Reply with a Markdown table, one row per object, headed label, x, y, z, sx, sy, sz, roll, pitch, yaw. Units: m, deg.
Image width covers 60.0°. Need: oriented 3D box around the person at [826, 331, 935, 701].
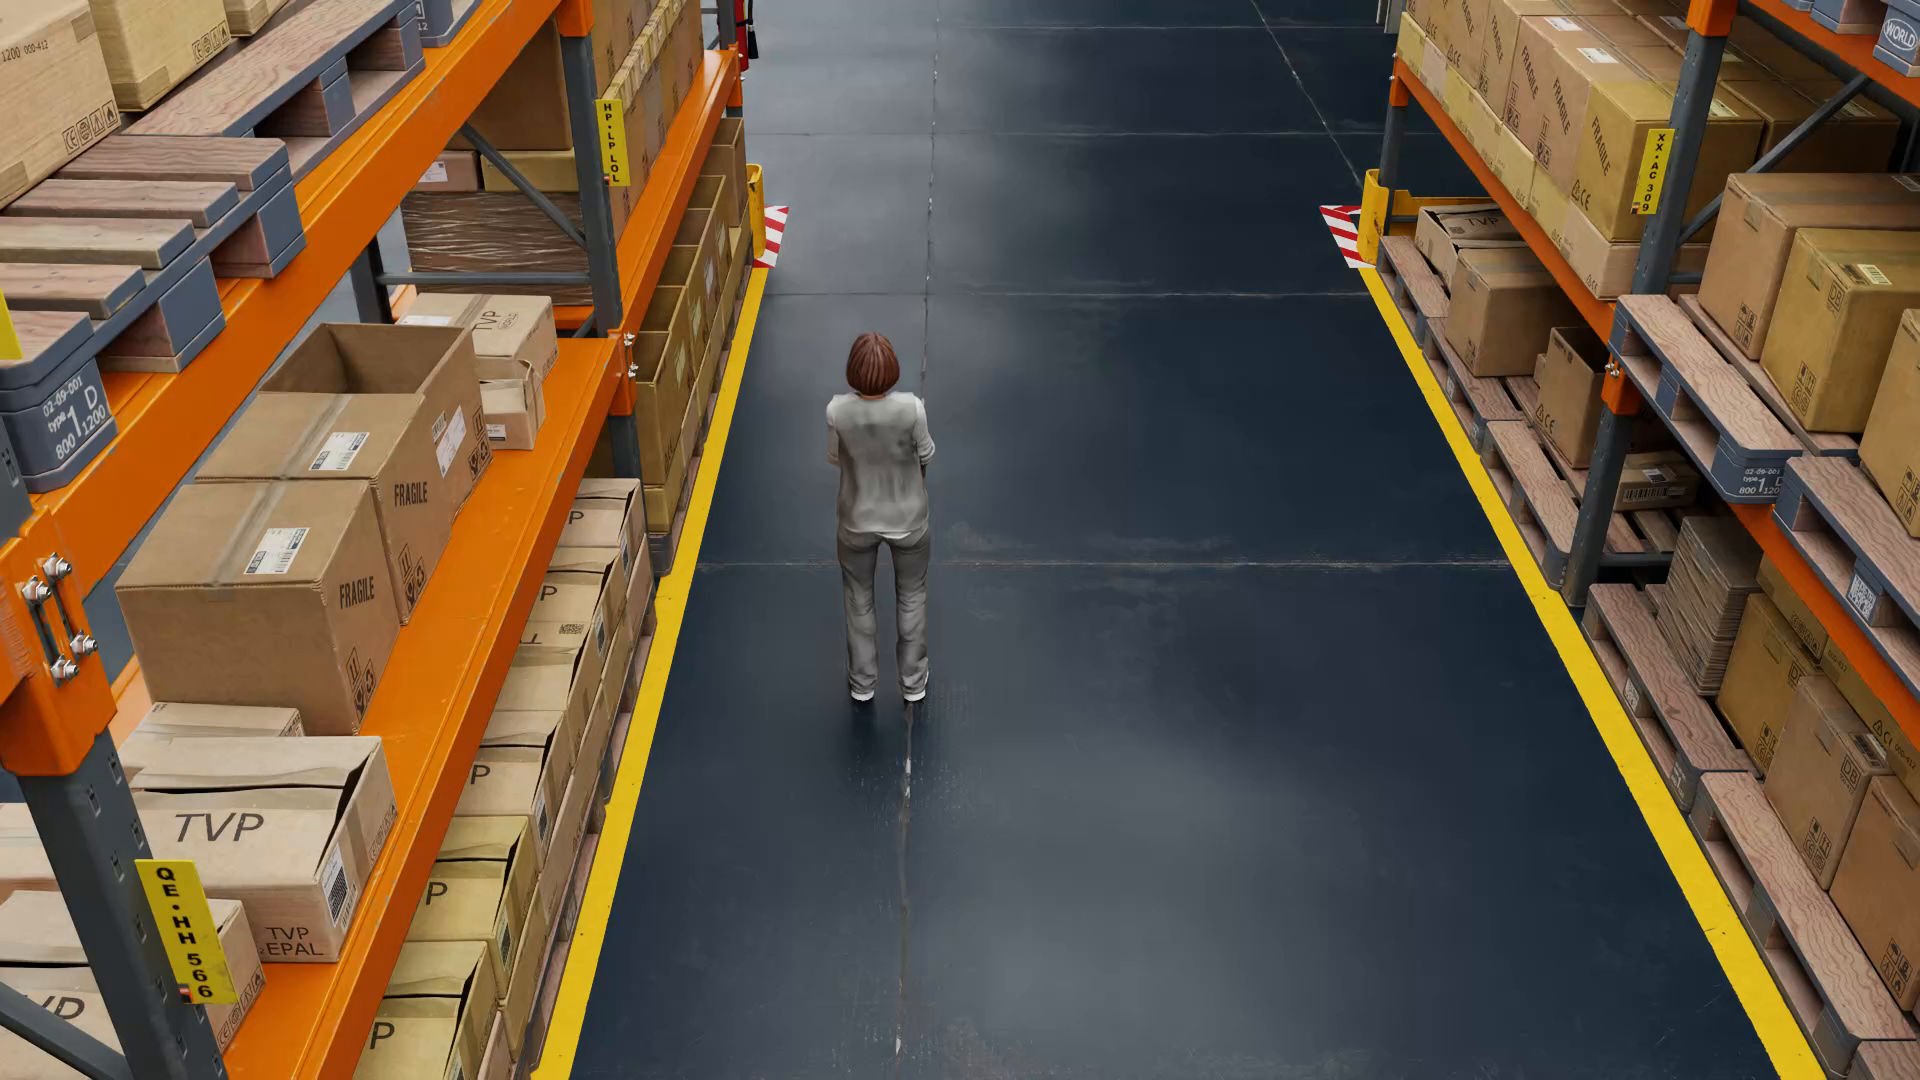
| label | x | y | z | sx | sy | sz | roll | pitch | yaw |
| --- | --- | --- | --- | --- | --- | --- | --- | --- | --- |
| person | -0.297 | -0.112 | 6.343 | 0.407 | 1.574 | 0.491 | 0 | 32 | -1 |
